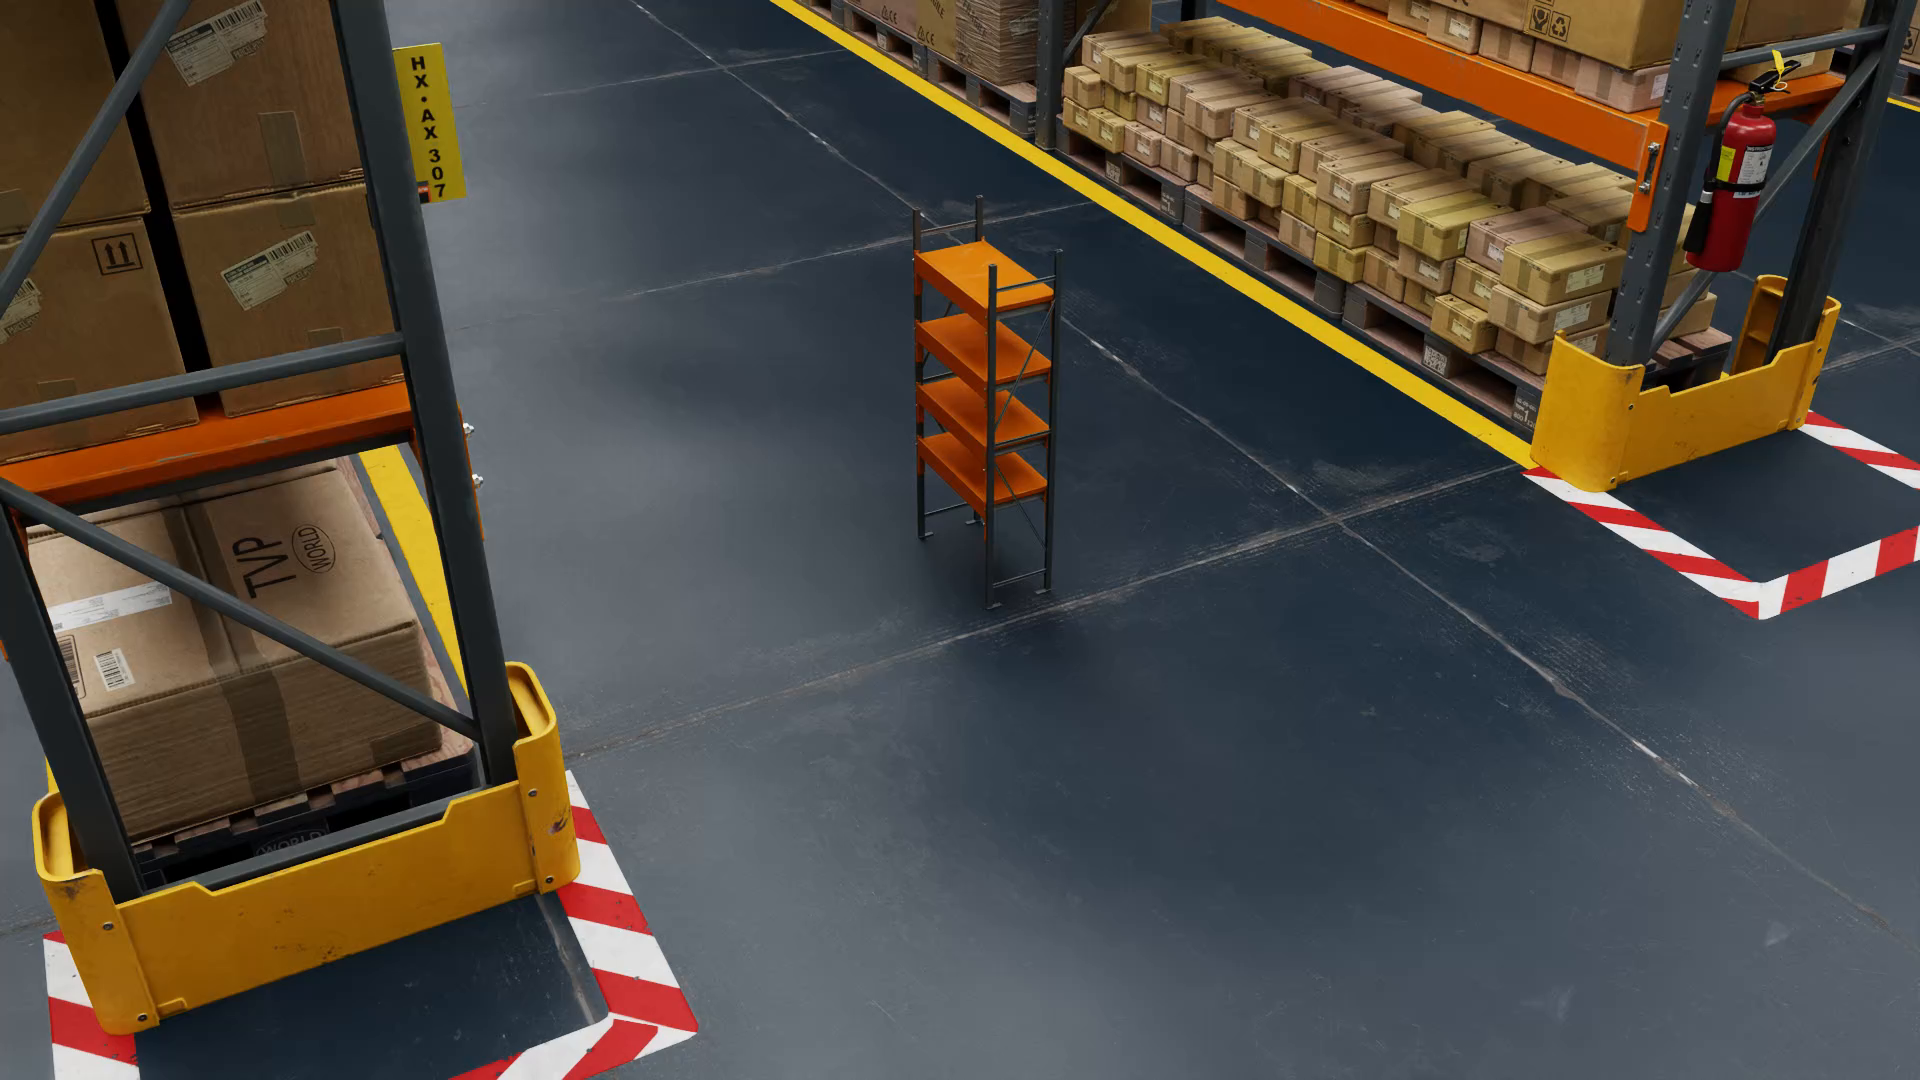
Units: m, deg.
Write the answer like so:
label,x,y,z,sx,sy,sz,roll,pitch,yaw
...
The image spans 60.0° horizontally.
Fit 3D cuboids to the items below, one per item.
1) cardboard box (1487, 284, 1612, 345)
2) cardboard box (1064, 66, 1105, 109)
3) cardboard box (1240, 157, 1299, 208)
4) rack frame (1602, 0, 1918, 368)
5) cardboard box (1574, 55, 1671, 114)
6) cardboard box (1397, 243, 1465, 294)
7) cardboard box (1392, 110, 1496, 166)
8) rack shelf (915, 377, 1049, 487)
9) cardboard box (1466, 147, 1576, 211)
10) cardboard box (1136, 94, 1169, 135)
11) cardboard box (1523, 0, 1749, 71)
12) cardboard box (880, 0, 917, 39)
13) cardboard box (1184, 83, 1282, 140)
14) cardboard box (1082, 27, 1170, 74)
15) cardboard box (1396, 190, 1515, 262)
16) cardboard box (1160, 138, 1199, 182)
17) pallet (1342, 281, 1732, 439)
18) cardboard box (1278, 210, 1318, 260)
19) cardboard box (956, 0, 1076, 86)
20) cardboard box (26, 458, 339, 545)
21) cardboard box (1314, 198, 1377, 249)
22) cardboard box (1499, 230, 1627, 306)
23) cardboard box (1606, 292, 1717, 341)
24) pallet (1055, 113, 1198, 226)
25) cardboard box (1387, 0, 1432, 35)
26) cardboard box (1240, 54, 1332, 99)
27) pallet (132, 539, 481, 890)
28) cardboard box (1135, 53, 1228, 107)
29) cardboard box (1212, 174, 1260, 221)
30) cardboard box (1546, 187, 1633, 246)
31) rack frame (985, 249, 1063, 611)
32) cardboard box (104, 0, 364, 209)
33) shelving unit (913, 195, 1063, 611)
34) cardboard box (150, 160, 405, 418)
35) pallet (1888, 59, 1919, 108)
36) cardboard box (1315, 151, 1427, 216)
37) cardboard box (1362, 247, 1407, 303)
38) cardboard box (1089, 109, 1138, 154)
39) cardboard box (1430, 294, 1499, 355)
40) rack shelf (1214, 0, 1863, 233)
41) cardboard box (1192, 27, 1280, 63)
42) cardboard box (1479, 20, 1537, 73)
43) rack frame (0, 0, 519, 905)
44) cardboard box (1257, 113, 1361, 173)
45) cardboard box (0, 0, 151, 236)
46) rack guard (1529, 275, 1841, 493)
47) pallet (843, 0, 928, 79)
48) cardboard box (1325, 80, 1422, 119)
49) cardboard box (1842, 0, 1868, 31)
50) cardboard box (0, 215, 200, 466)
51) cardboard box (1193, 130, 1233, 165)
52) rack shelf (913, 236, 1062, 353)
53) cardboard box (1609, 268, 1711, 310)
label,x,y,z,sx,sy,sz,roll,pitch,yaw
cardboard box,2.247,-0.896,6.345,0.380,0.149,0.250,-17,36,-24
cardboard box,0.766,-2.371,8.648,0.380,0.149,0.250,-14,35,-21
cardboard box,1.494,-1.638,7.504,0.380,0.149,0.250,-15,36,-23
rack frame,2.745,-1.614,5.488,1.000,3.000,0.127,-16,36,-23
cardboard box,2.343,-1.593,5.688,0.380,0.149,0.250,-16,36,-23
cardboard box,2.003,-1.143,6.731,0.380,0.149,0.250,-17,37,-25
cardboard box,2.170,-1.799,7.480,0.380,0.149,0.250,-15,36,-22
rack shelf,0.077,-0.370,5.339,0.258,0.148,0.480,-16,36,-23
cardboard box,2.374,-1.528,7.056,0.380,0.149,0.250,-18,37,-25
cardboard box,1.109,-2.165,8.327,0.380,0.149,0.250,-16,36,-23
cardboard box,2.308,-1.931,5.615,0.500,0.500,0.500,-15,36,-22
cardboard box,-0.162,-3.428,10.247,0.500,0.500,0.500,-17,36,-24
cardboard box,1.283,-2.018,7.821,0.380,0.149,0.250,-15,36,-22
cardboard box,0.858,-2.533,8.625,0.380,0.149,0.250,-14,35,-21
cardboard box,1.975,-1.256,6.631,0.380,0.149,0.250,-17,36,-24
cardboard box,1.214,-1.903,8.194,0.380,0.149,0.250,-17,36,-24
pallet,2.362,-0.873,6.916,1.003,0.211,1.213,-16,36,-23
cardboard box,1.648,-1.390,7.392,0.380,0.149,0.250,-15,36,-22
cardboard box,0.312,-2.937,9.481,0.500,0.500,0.500,-17,36,-24
cardboard box,-2.417,-0.143,5.178,0.875,0.438,0.875,-15,36,-22
cardboard box,1.750,-1.387,7.112,0.380,0.149,0.250,-15,36,-22
cardboard box,2.274,-1.030,6.278,0.380,0.149,0.250,-15,36,-23
cardboard box,2.784,-0.921,6.660,0.380,0.149,0.250,-15,36,-22
pallet,1.225,-2.037,8.734,1.003,0.211,1.213,-16,36,-23
cardboard box,1.894,-2.086,6.458,0.380,0.149,0.250,-18,37,-25
cardboard box,1.605,-2.273,8.219,0.380,0.149,0.250,-15,35,-22
pallet,-2.029,0.492,4.787,1.003,0.211,1.213,-16,36,-23
cardboard box,1.095,-2.278,8.228,0.380,0.149,0.250,-16,36,-24
cardboard box,1.407,-1.636,7.776,0.380,0.149,0.250,-17,36,-24
cardboard box,2.567,-1.278,6.665,0.380,0.149,0.250,-15,36,-22
rack frame,0.191,-0.310,5.121,0.240,1.200,0.015,-16,36,-23
cardboard box,-1.558,-1.084,3.642,0.500,0.500,0.500,-17,36,-24
shelving unit,0.077,-0.426,5.303,0.258,1.200,0.503,-16,36,-23
cardboard box,-1.556,-0.664,3.913,0.500,0.500,0.500,-16,36,-23
pallet,6.173,-2.582,9.585,1.003,0.211,1.213,-16,36,-23
cardboard box,1.736,-1.509,7.027,0.380,0.149,0.250,-15,35,-21
cardboard box,1.932,-1.149,7.016,0.380,0.149,0.250,-15,36,-23
cardboard box,0.890,-2.118,8.528,0.380,0.149,0.250,-15,35,-22
cardboard box,2.106,-0.886,6.606,0.380,0.149,0.250,-15,35,-22
rack shelf,1.813,-2.265,7.172,1.077,0.370,4.000,-16,36,-23
cardboard box,1.431,-2.533,8.626,0.380,0.149,0.250,-15,36,-23
cardboard box,2.130,-1.837,6.069,0.380,0.149,0.250,-16,36,-24
rack frame,-1.587,-0.321,3.470,1.000,3.000,0.127,-16,36,-23
cardboard box,1.564,-1.781,7.451,0.380,0.149,0.250,-16,36,-23
cardboard box,-2.022,-0.954,3.439,0.500,0.500,0.500,-15,35,-22
rack guard,2.710,-0.598,6.219,1.175,0.500,0.348,-16,36,-23
pallet,-0.057,-3.303,10.709,1.003,0.211,1.213,-16,36,-23
cardboard box,1.950,-2.041,7.858,0.380,0.149,0.250,-17,36,-25
cardboard box,5.552,-3.669,10.277,0.875,0.875,0.875,-16,36,-23
cardboard box,-2.046,-0.526,3.698,0.500,0.500,0.500,-16,36,-23
cardboard box,1.340,-1.899,7.911,0.380,0.149,0.250,-14,35,-21
rack shelf,0.077,-0.757,5.091,0.258,0.148,0.480,-16,36,-23
cardboard box,2.728,-1.030,6.555,0.380,0.149,0.250,-14,35,-21
